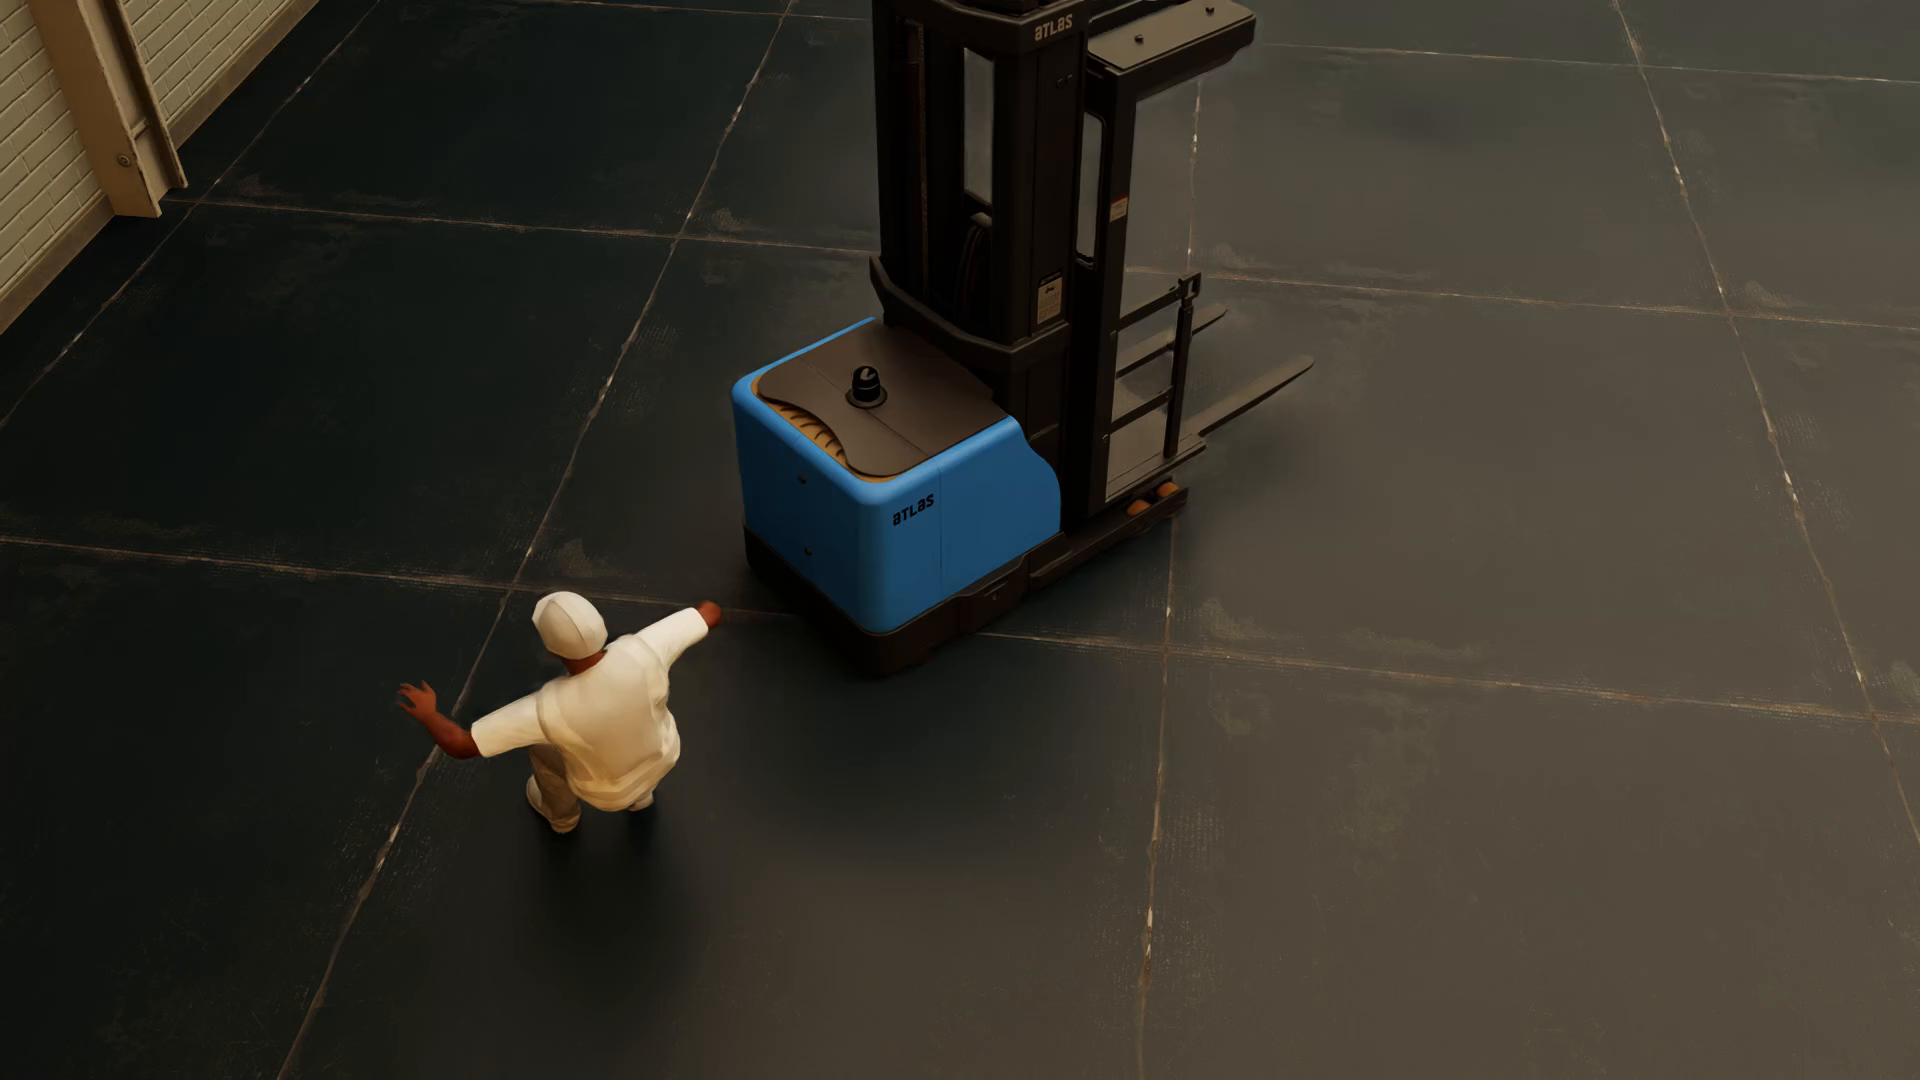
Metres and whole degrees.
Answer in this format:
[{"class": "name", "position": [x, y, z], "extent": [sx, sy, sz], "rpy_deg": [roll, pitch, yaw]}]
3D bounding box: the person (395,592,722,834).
[{"class": "person", "position": [-1.378, 0.614, 6.100], "extent": [0.873, 1.533, 1.125], "rpy_deg": [33, 52, 31]}]

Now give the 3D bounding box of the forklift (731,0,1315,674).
[{"class": "forklift", "position": [0.462, -1.351, 7.195], "extent": [3.031, 2.935, 1.130], "rpy_deg": [-30, 50, -28]}]
